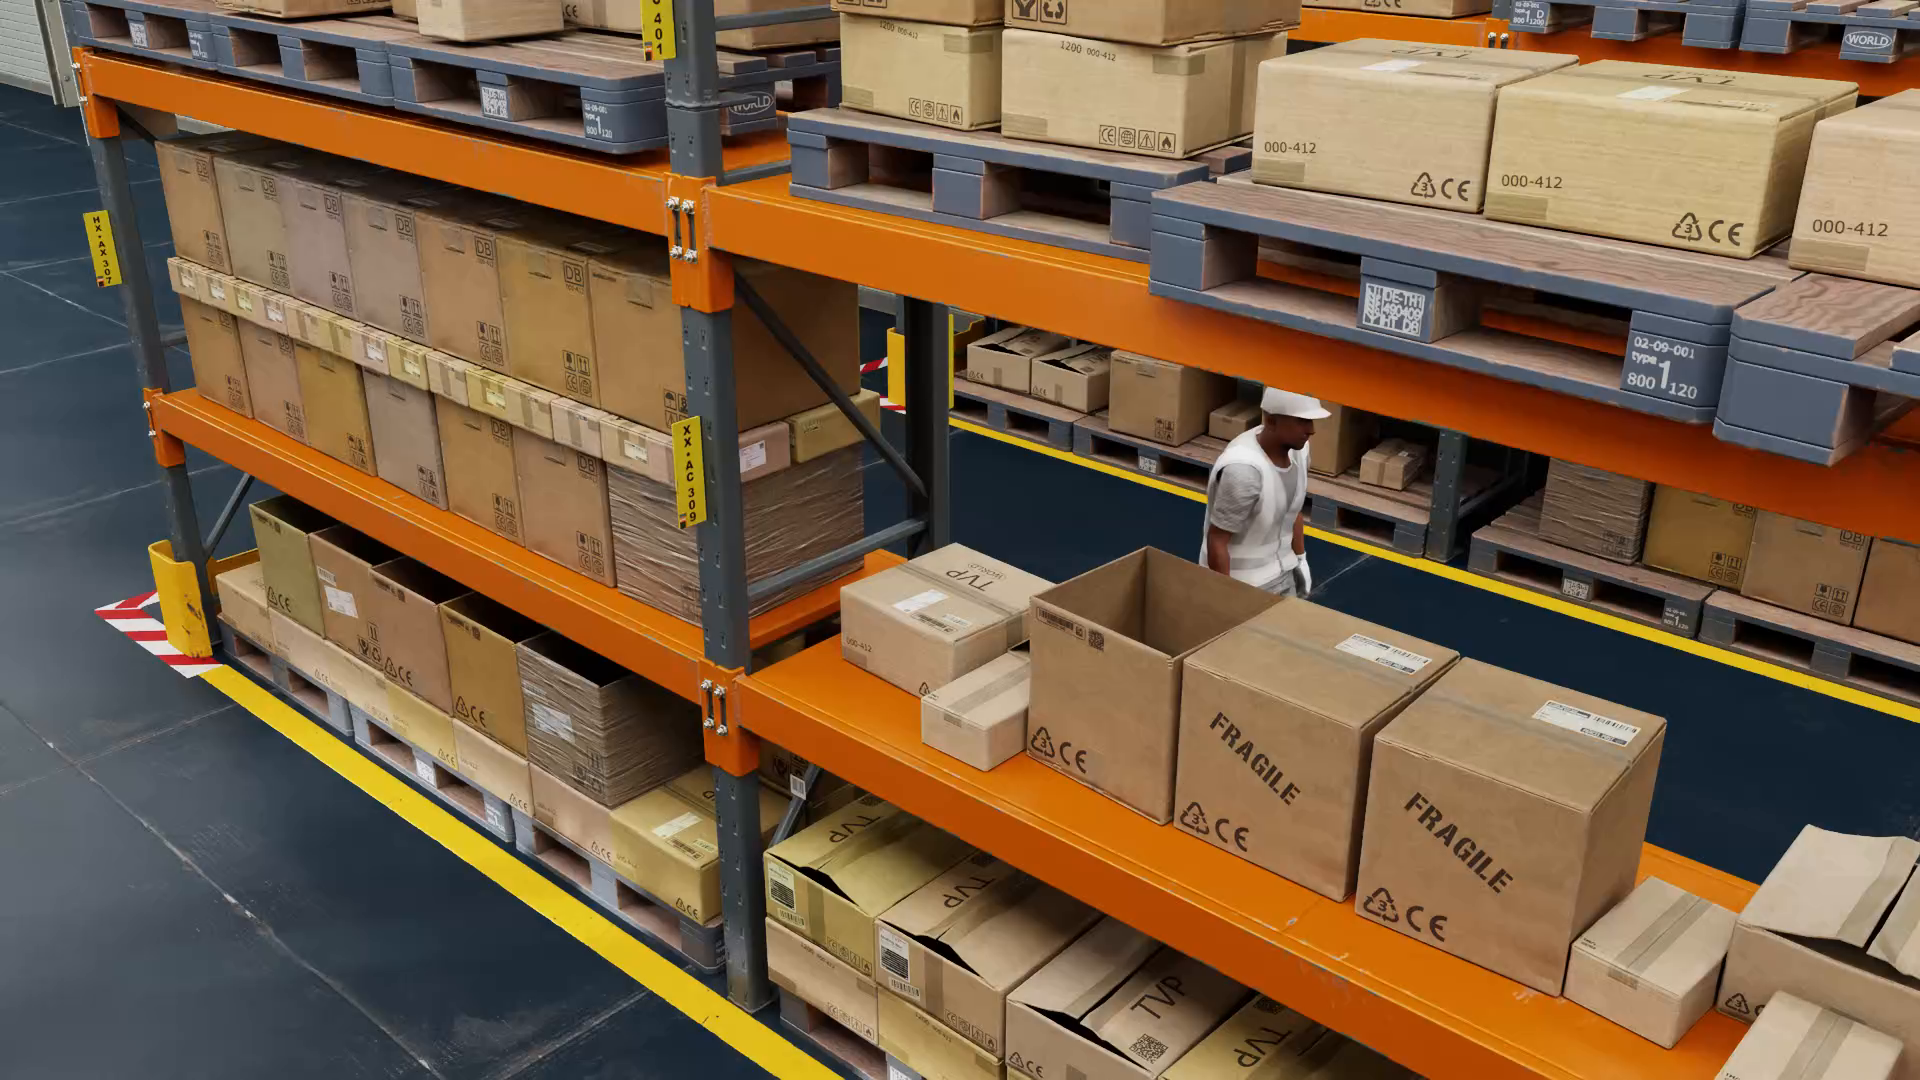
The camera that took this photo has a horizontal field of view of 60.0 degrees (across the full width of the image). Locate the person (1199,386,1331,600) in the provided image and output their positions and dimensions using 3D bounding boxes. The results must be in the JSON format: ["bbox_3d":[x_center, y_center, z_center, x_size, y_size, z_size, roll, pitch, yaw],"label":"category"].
[{"bbox_3d":[1.203,0.175,6.689,0.446,1.774,0.617,20,31,38],"label":"person"}]
